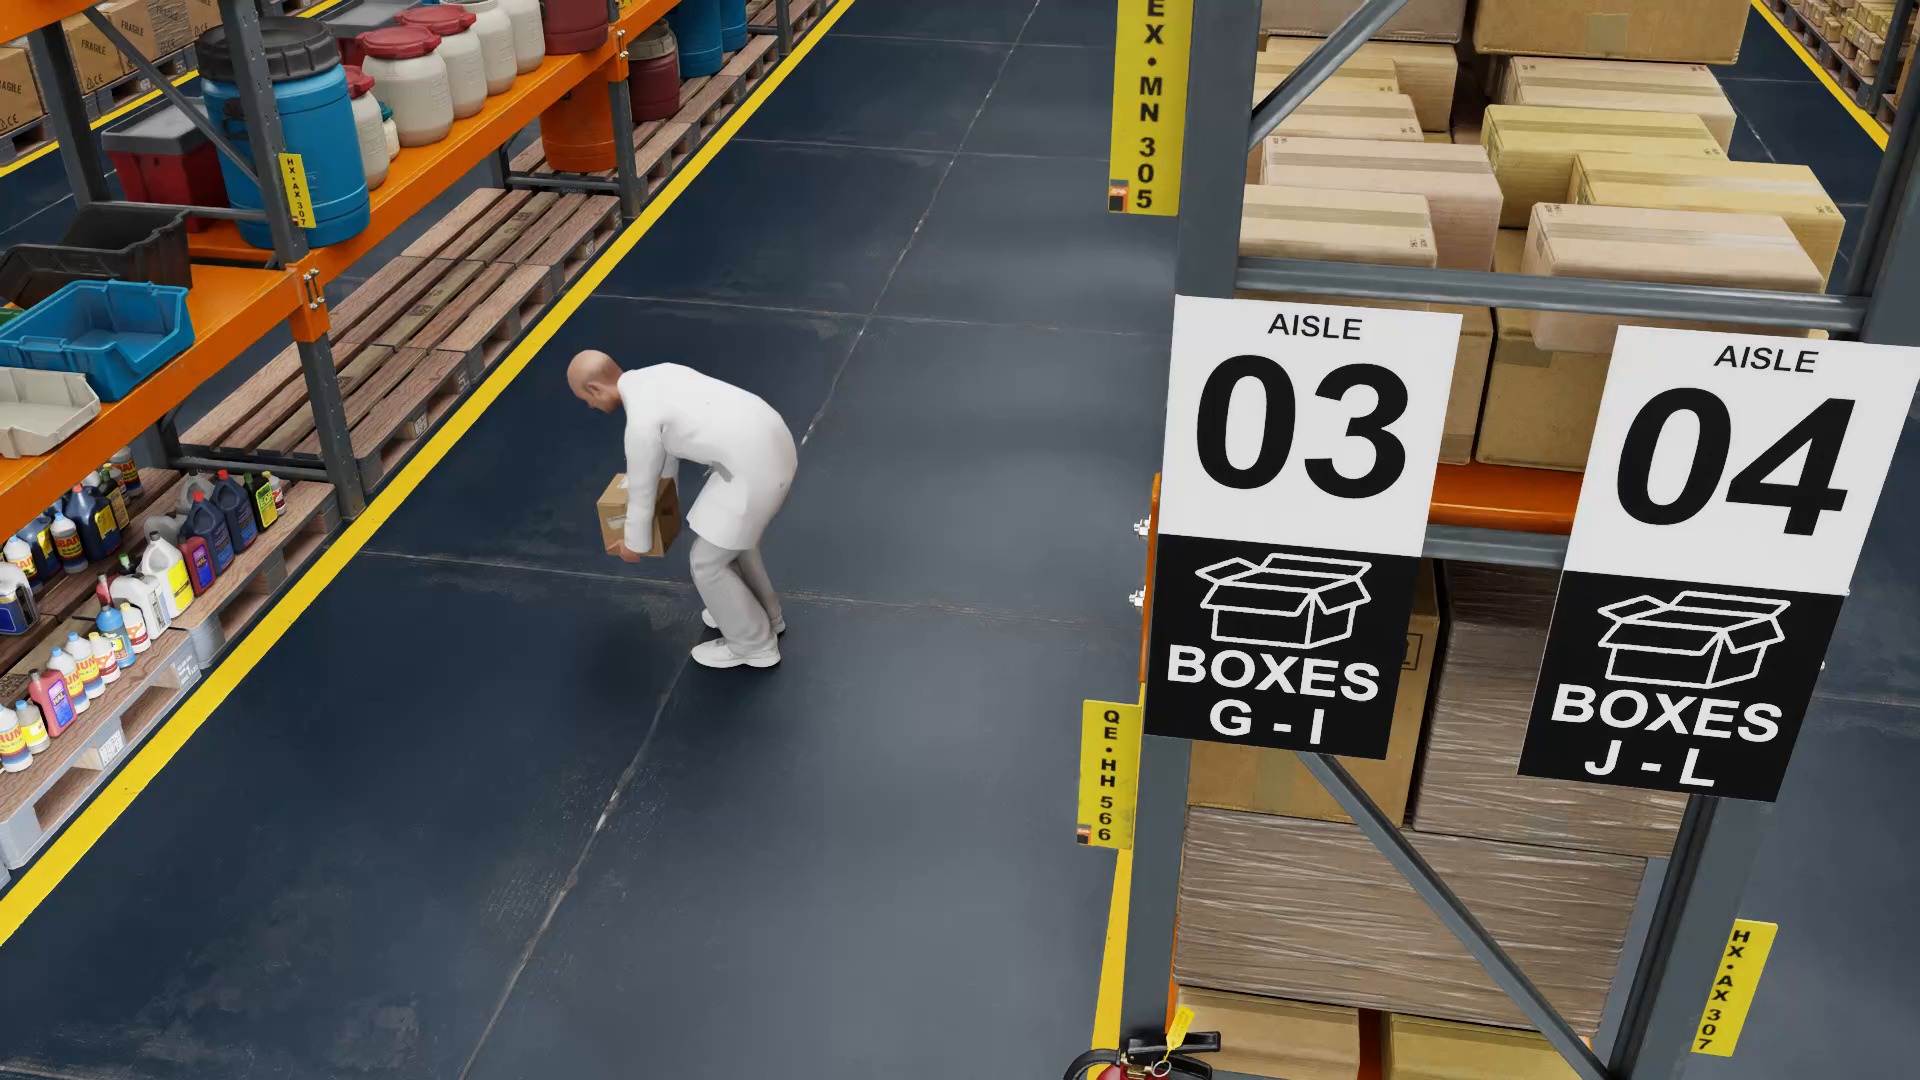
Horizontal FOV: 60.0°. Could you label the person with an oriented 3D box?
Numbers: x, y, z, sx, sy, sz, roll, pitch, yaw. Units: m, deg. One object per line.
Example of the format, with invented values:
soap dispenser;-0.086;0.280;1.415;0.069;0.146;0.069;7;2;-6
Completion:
person;-1.035;-0.249;6.714;0.714;1.610;0.546;5;32;7
